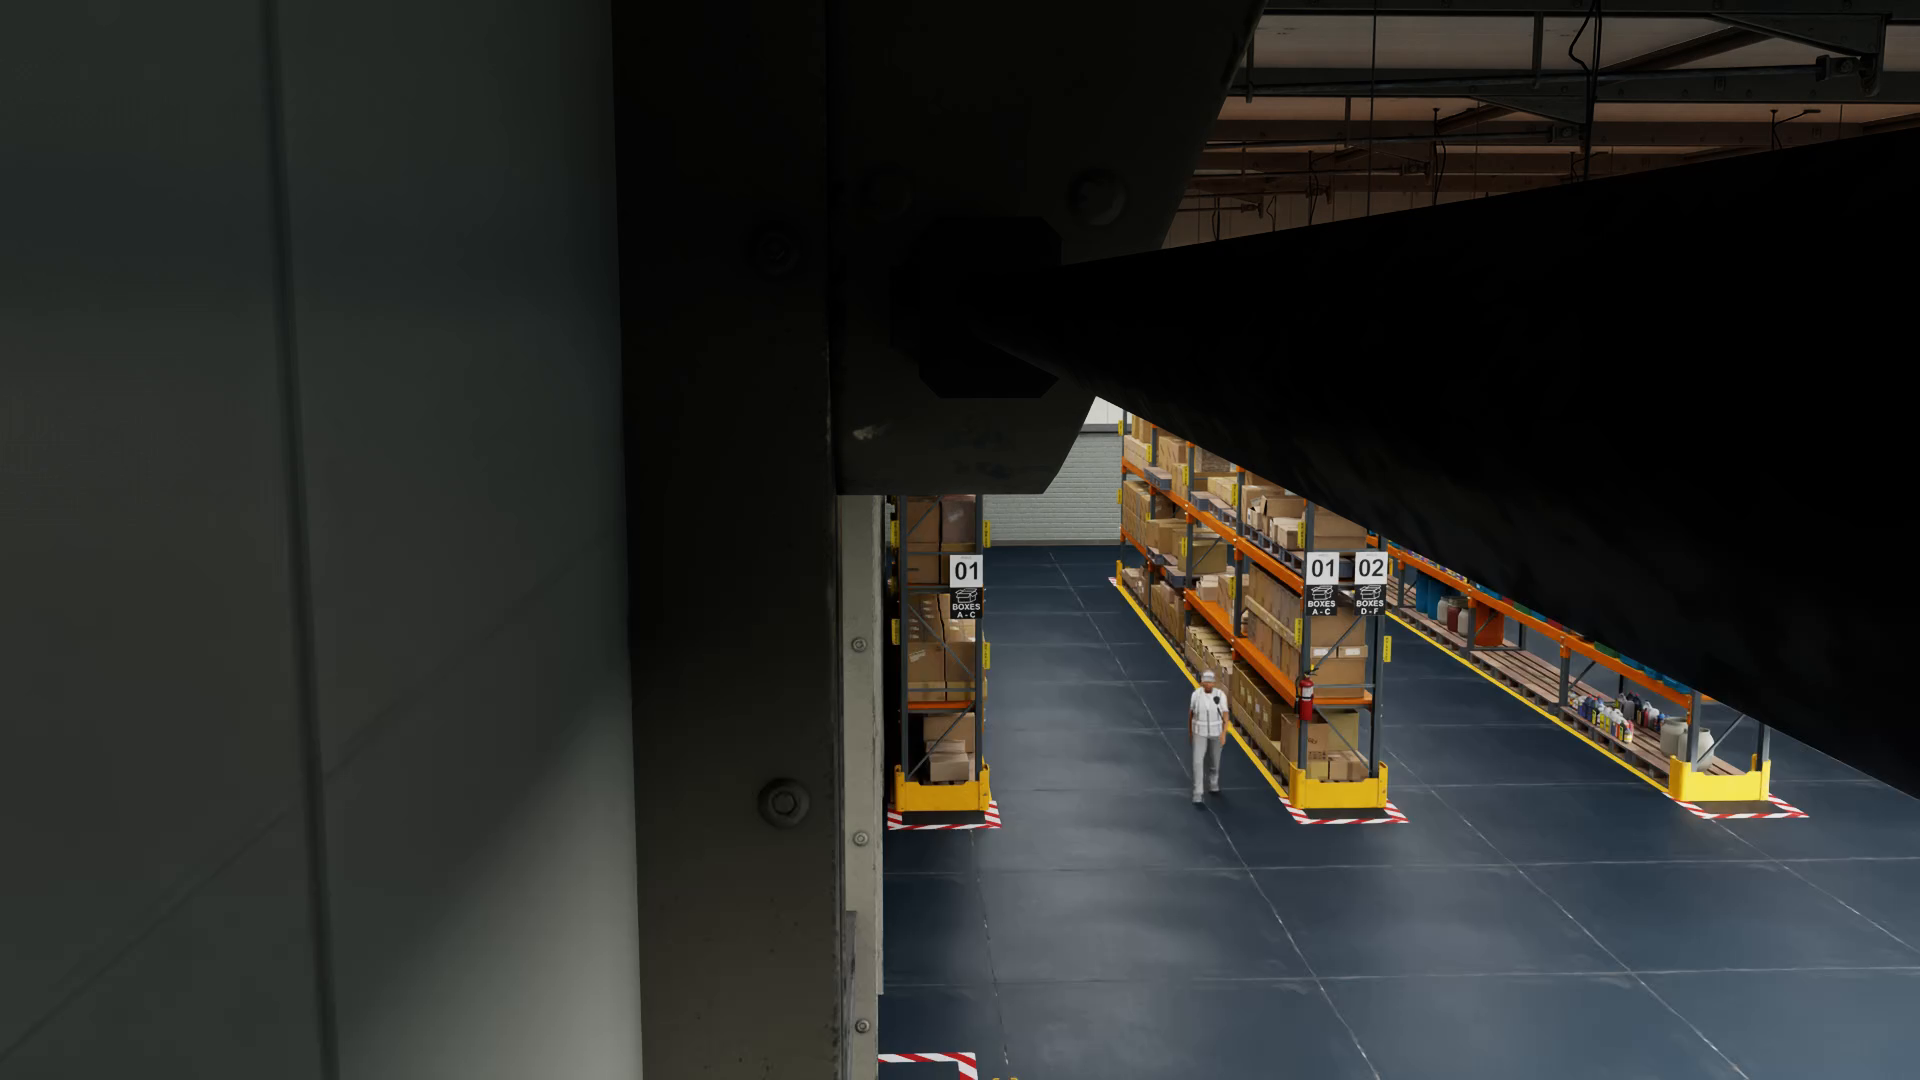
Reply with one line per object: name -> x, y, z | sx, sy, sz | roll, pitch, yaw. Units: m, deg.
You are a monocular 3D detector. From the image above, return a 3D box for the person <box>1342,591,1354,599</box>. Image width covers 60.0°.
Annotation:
person -> 6.453, 1.313, 28.216 | 0.520, 1.713, 1.079 | -2, 9, -11

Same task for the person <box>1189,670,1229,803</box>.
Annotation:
person -> 3.129, 2.447, 20.897 | 0.496, 1.610, 0.975 | 1, 8, 8
